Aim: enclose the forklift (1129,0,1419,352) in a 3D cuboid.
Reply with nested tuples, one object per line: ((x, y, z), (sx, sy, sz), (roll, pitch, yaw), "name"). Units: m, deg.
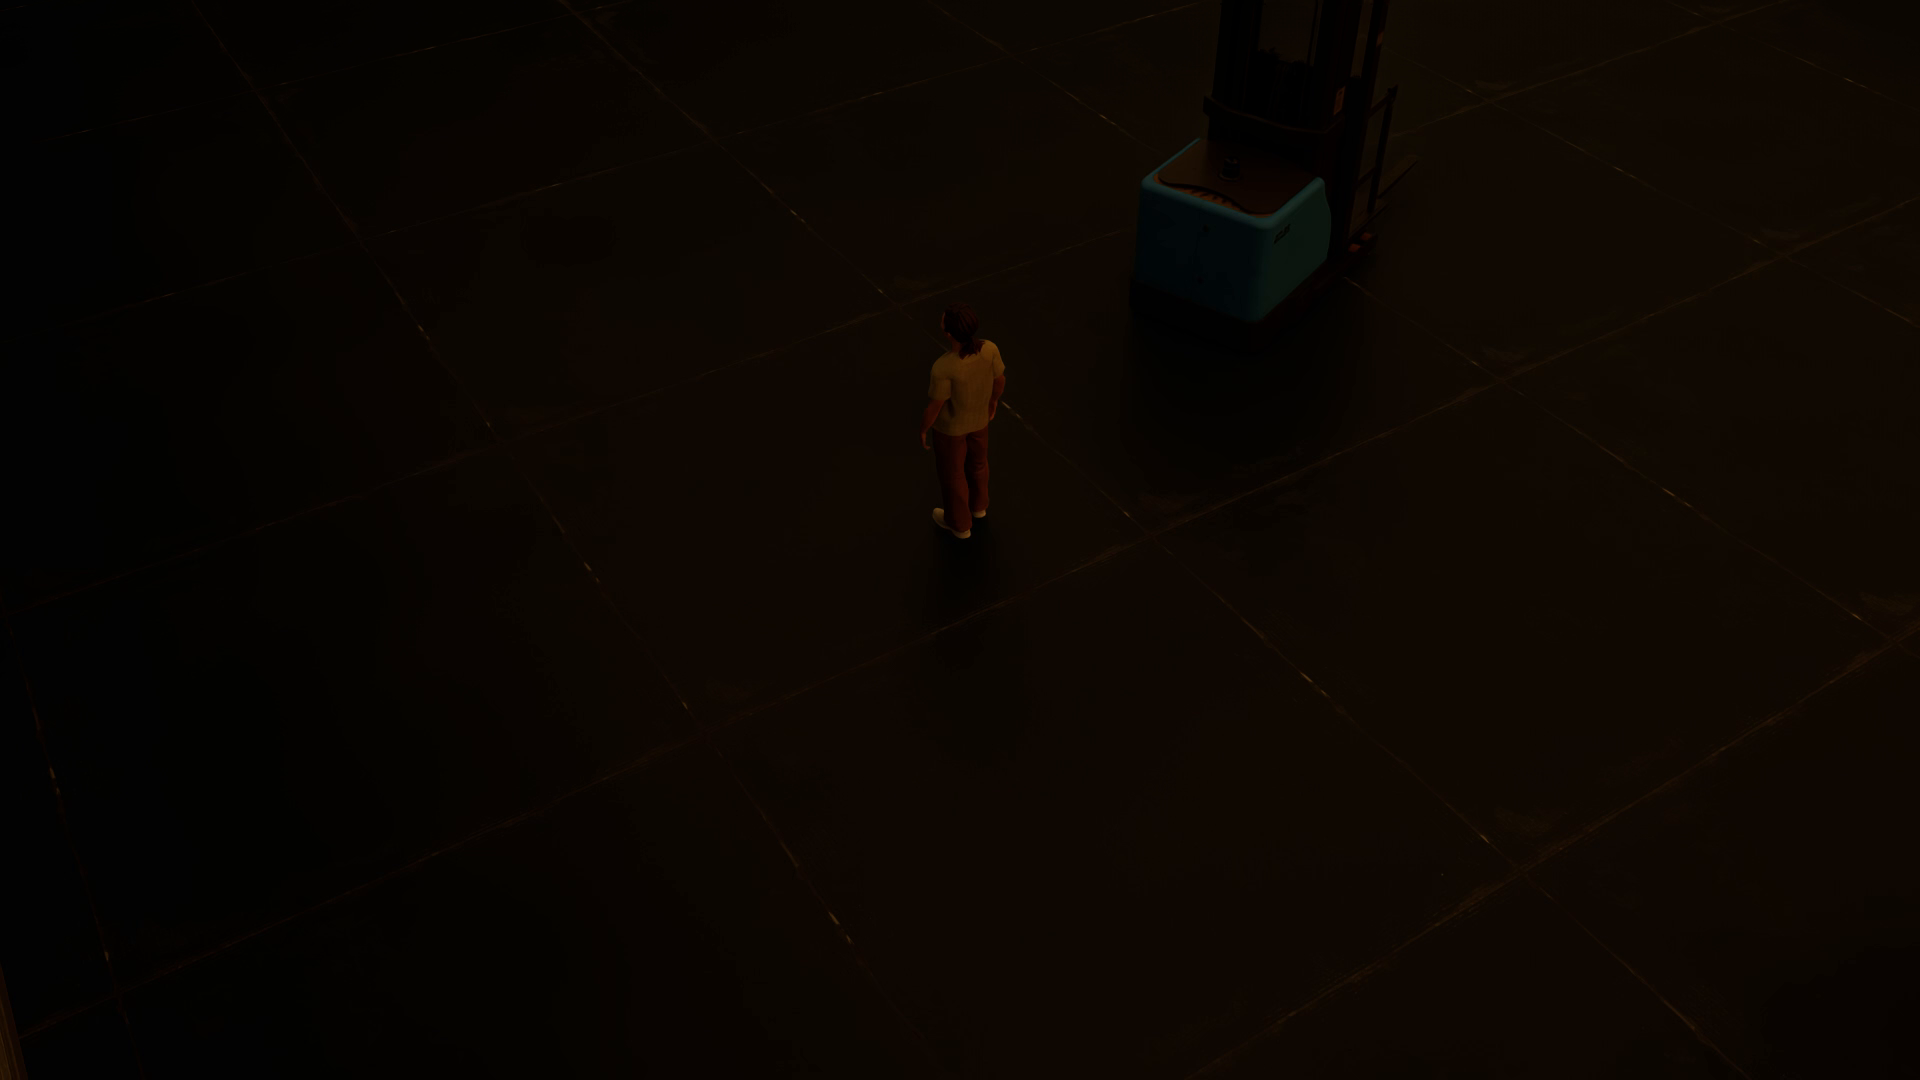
((2.490, -3.323, 11.673), (1.130, 2.935, 3.031), (26, 47, 27), "forklift")

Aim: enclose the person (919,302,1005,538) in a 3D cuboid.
((-0.034, -0.712, 9.576), (0.553, 1.660, 0.531), (-23, 46, -24), "person")
